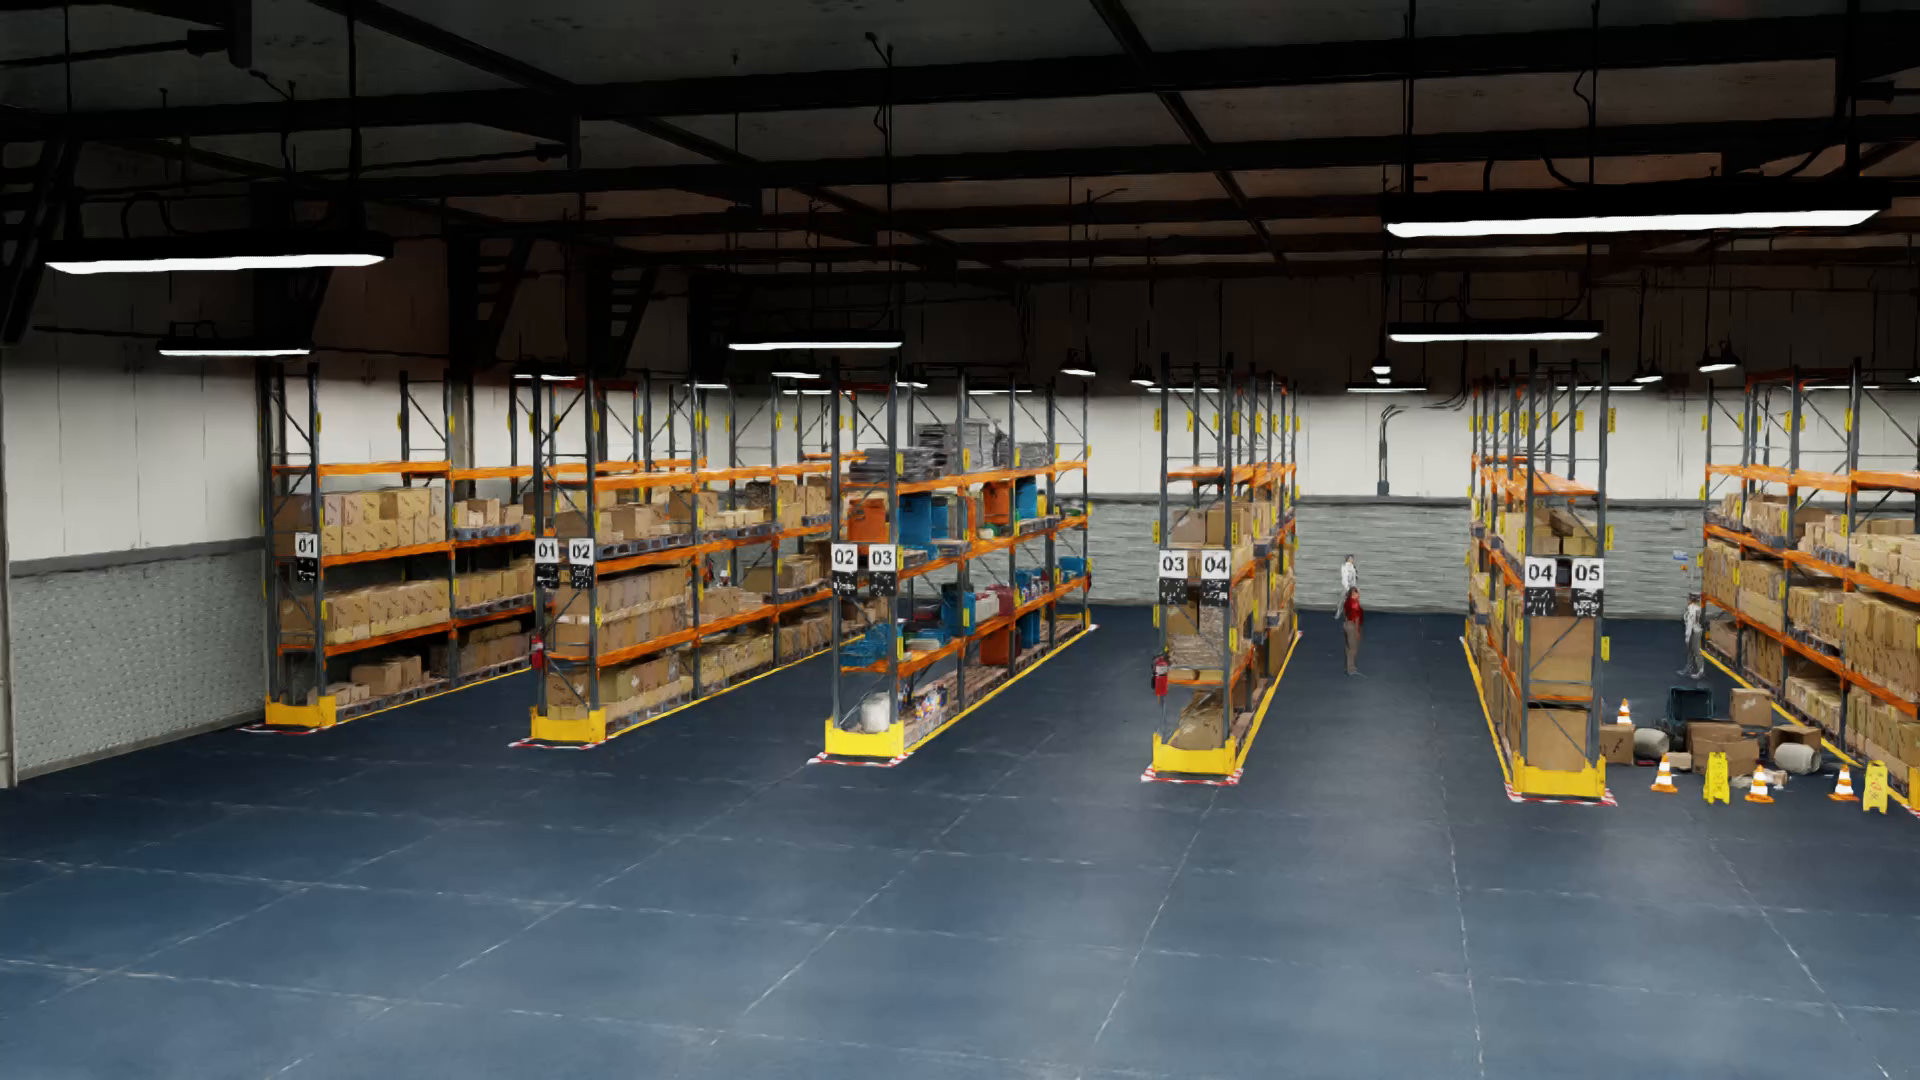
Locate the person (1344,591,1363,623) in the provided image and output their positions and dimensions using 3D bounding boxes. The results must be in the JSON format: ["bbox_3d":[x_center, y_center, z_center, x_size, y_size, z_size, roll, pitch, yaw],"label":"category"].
[{"bbox_3d":[7.855,1.345,33.087,0.325,0.671,0.561,-1,4,-8],"label":"person"}]

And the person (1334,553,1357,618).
[{"bbox_3d":[9.883,1.173,42.587,0.641,1.677,0.426,-4,6,-45],"label":"person"}]

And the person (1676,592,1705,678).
[{"bbox_3d":[14.398,1.852,32.733,0.556,1.663,0.552,2,5,30],"label":"person"}]

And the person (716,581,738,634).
[{"bbox_3d":[-5.220,1.636,37.359,0.677,1.495,0.491,1,4,13],"label":"person"}]
